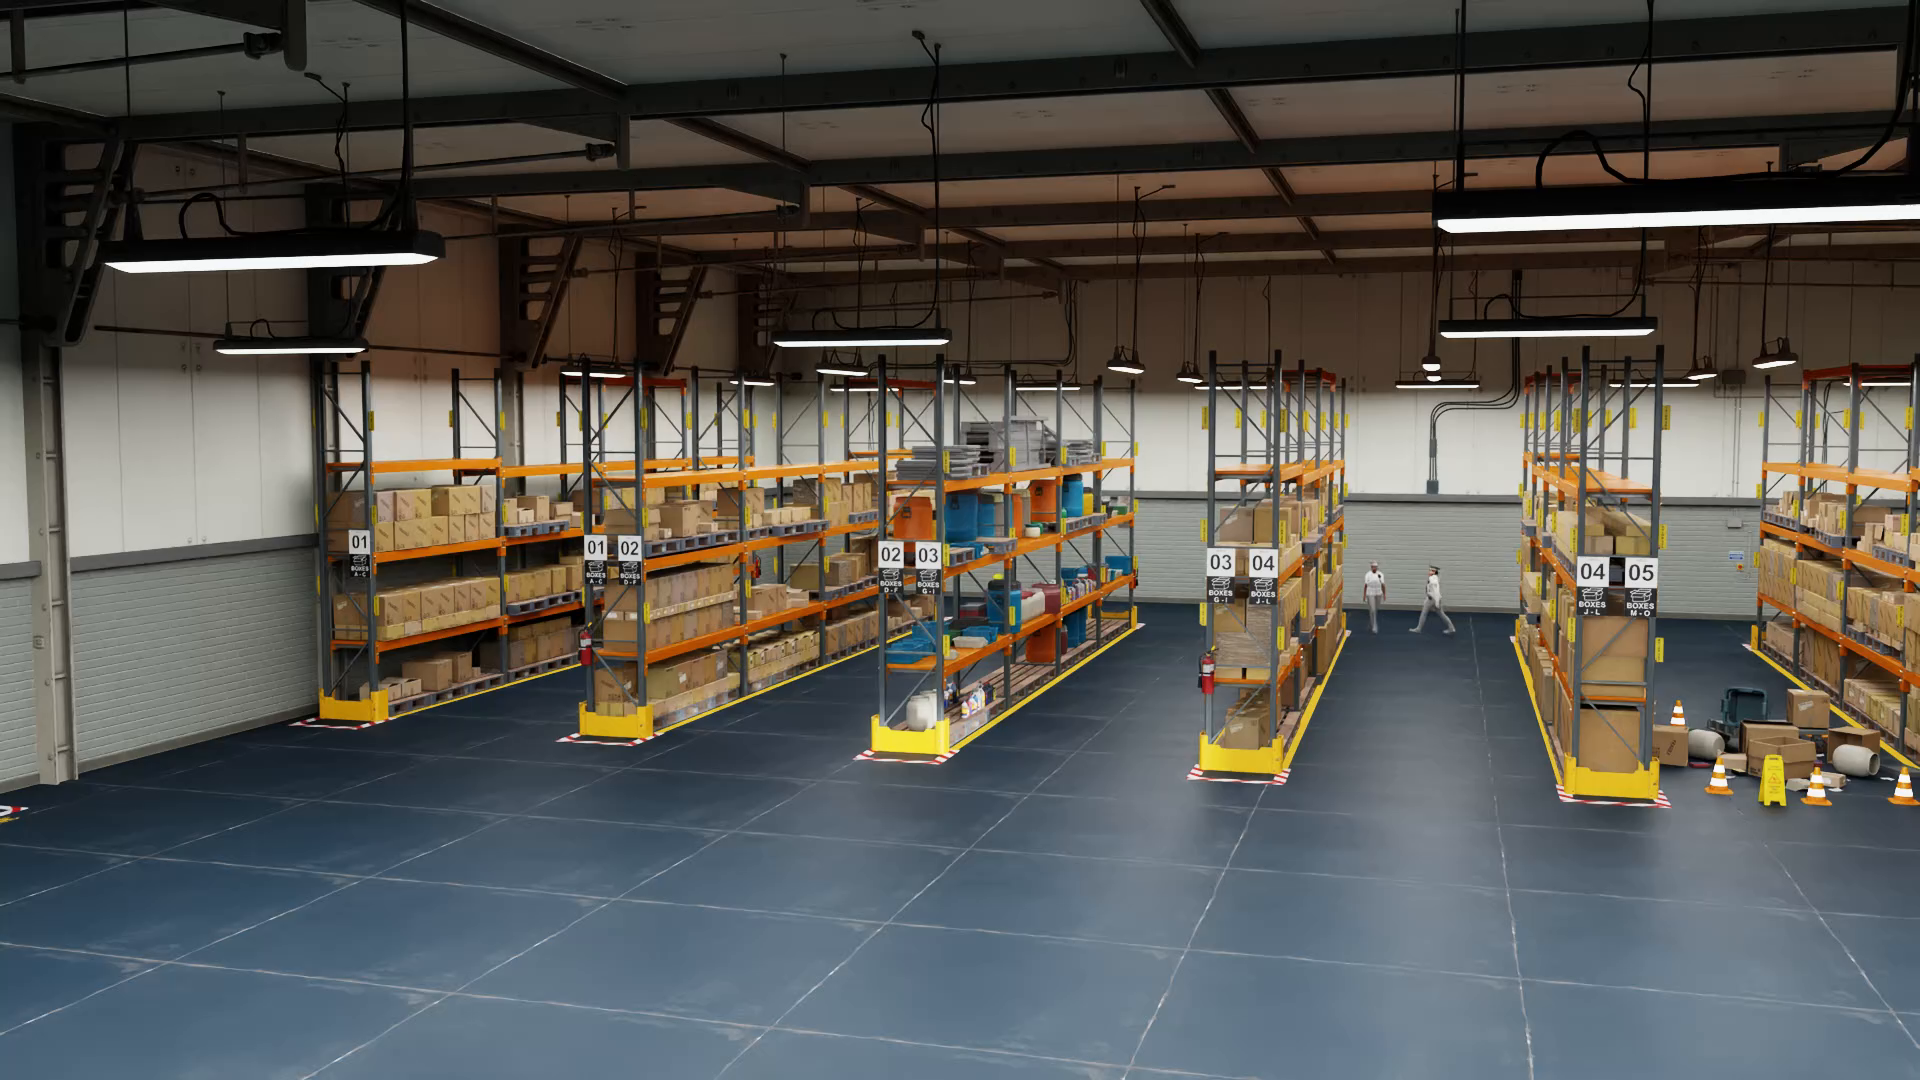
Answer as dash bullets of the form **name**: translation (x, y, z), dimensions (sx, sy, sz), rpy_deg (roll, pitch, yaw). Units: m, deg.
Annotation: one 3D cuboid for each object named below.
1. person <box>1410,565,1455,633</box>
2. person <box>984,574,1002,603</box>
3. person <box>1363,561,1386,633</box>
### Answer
- **person**: translation (11.102, 1.392, 38.997), dimensions (1.042, 1.625, 0.436), rpy_deg (3, 5, 35)
- **person**: translation (0.895, 1.554, 36.622), dimensions (0.717, 1.667, 0.691), rpy_deg (2, 5, 26)
- **person**: translation (9.911, 1.335, 39.629), dimensions (0.431, 1.687, 0.787), rpy_deg (-1, 4, -15)
